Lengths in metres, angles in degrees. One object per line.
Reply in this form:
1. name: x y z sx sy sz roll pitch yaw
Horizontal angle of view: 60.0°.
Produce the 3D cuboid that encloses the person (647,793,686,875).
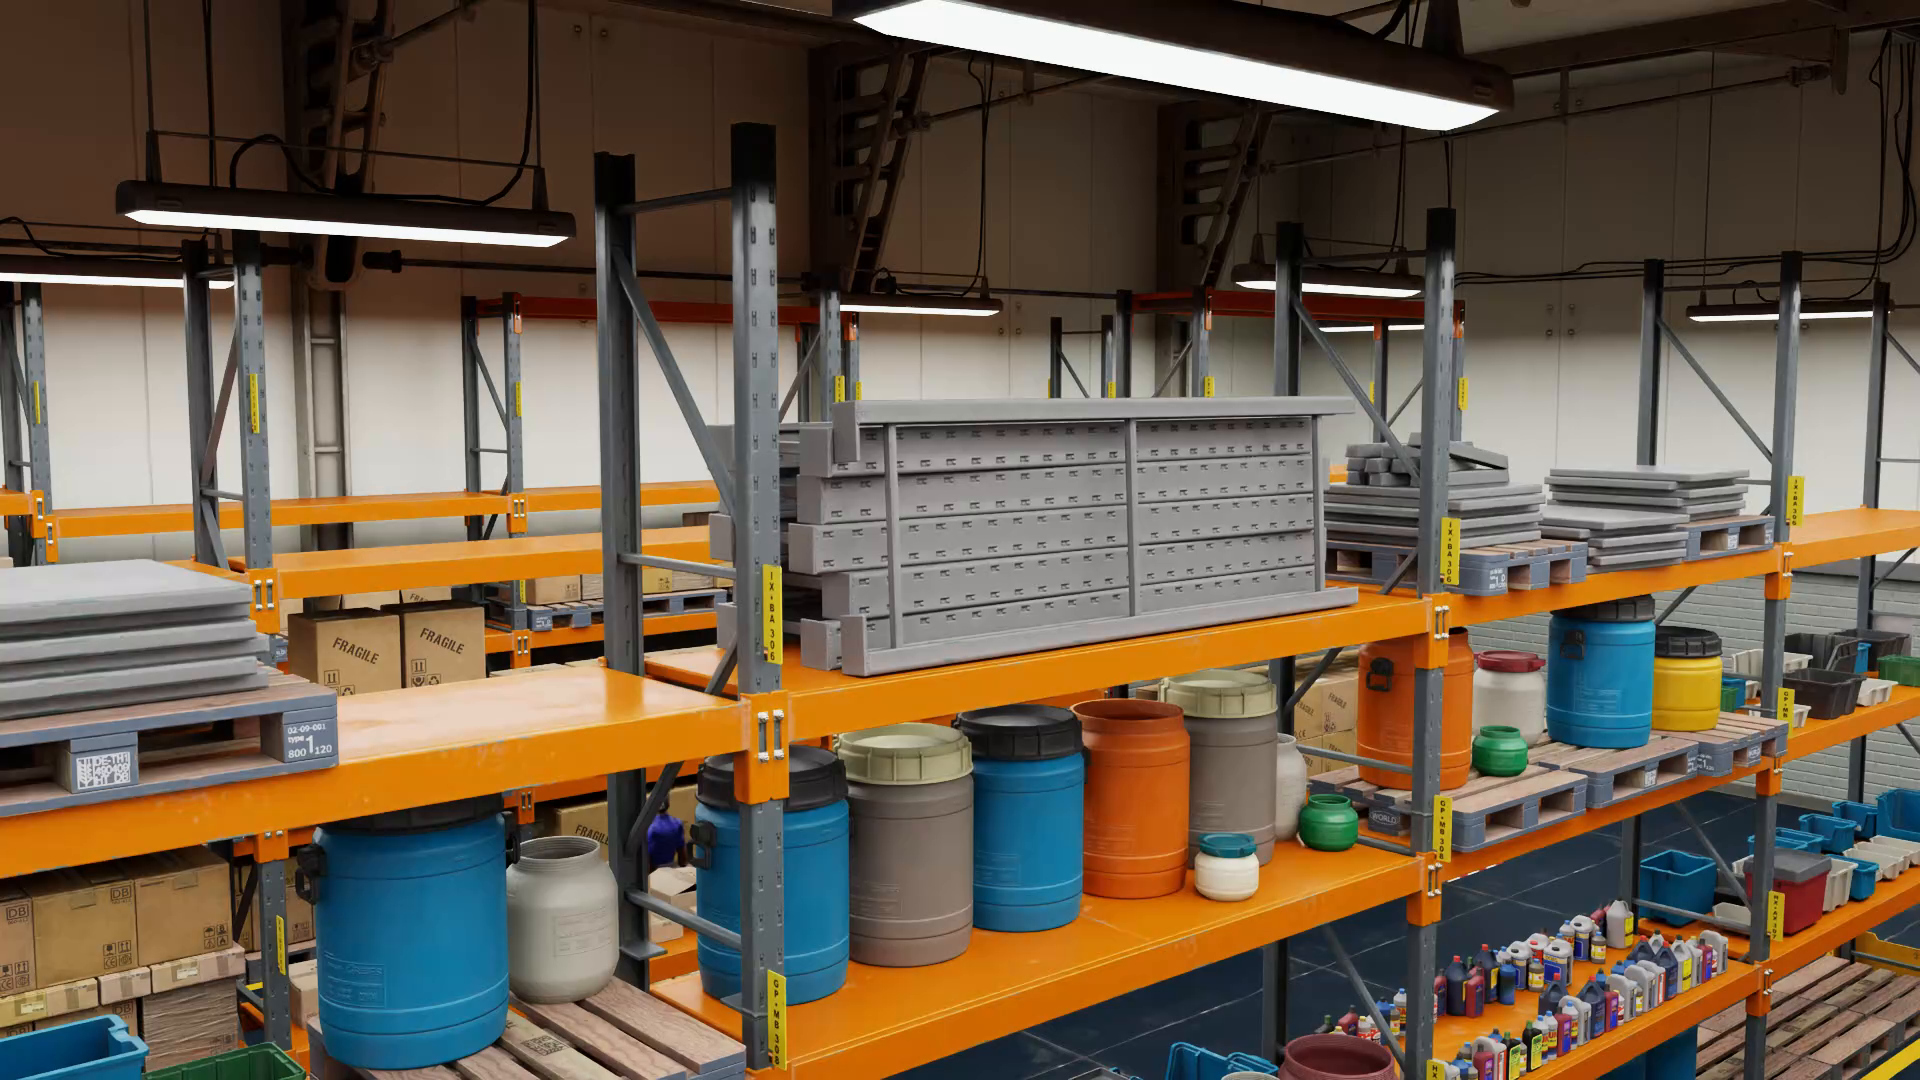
1. person: -2.594 2.973 14.411 0.376 1.665 0.501 4 7 39
